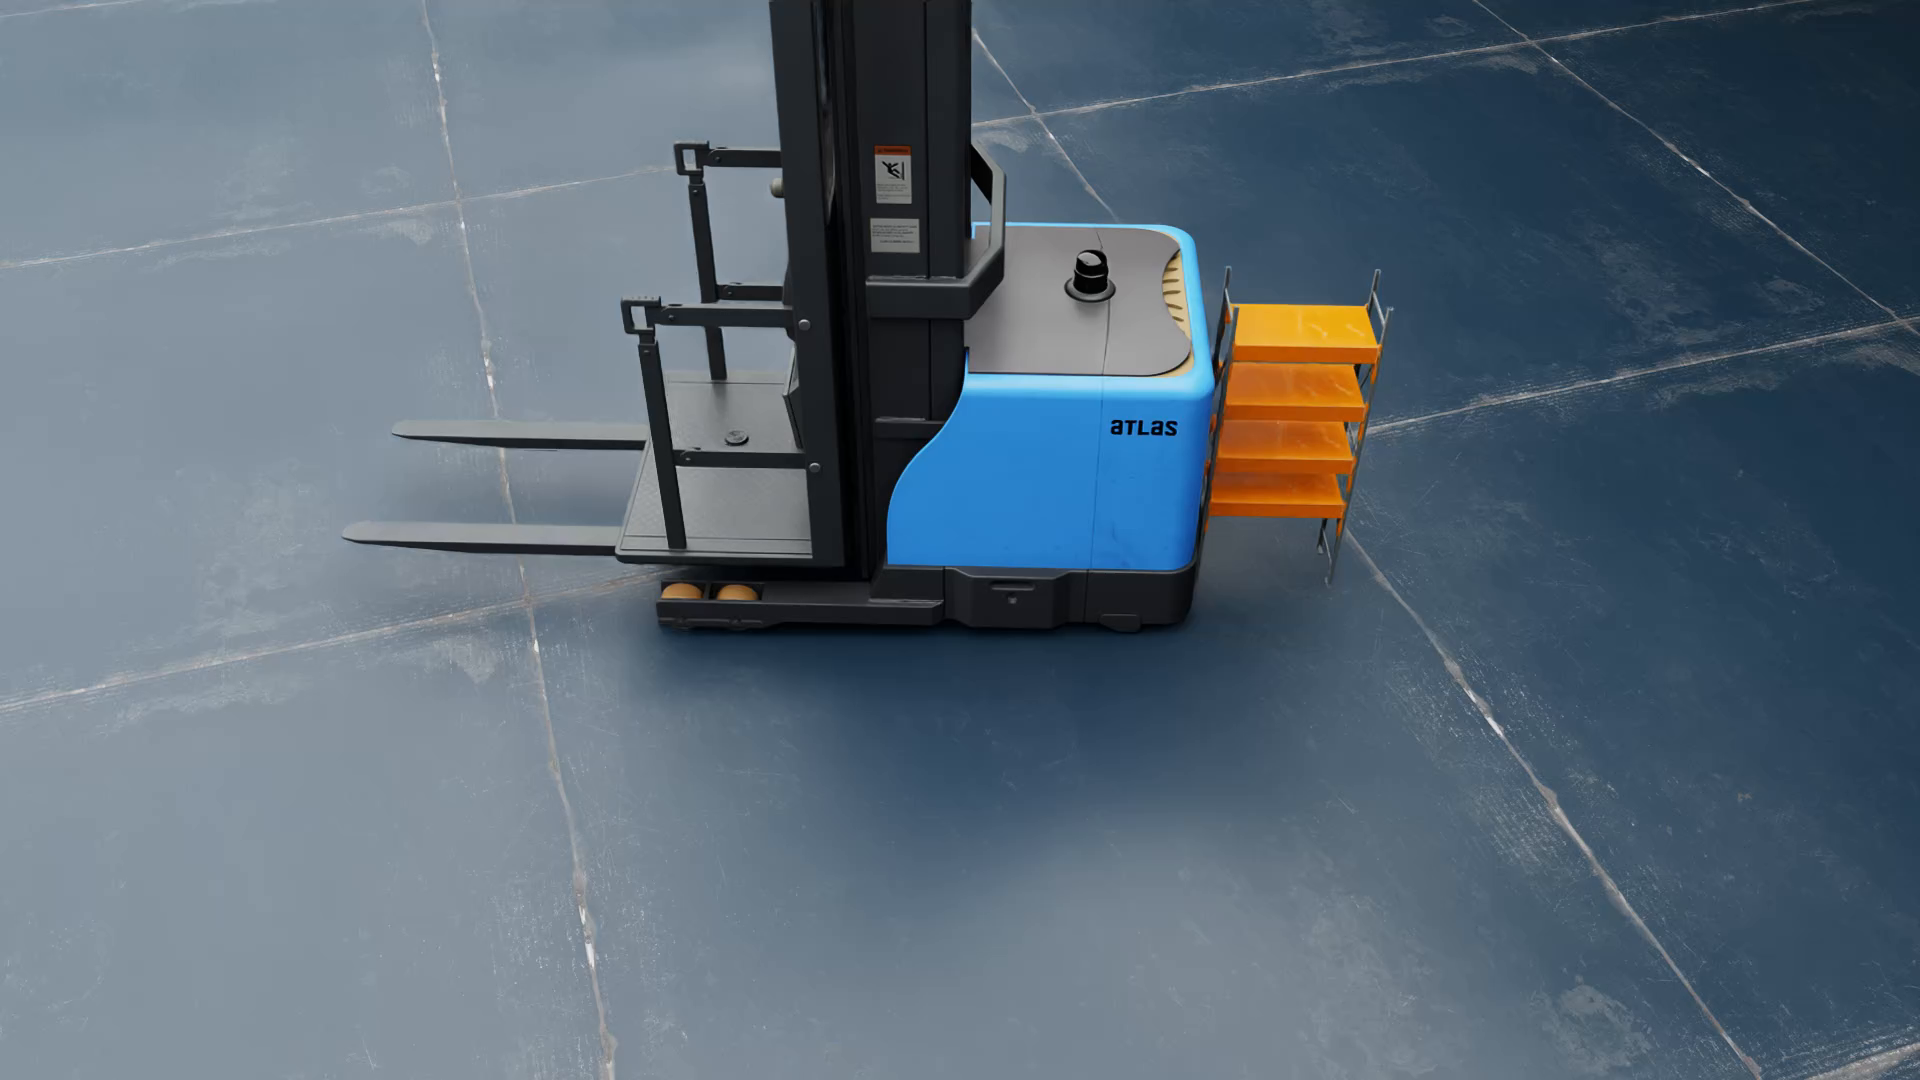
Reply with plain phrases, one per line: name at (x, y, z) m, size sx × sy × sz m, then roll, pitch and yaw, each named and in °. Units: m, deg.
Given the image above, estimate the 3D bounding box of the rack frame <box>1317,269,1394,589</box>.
rack frame at (1.354, -0.354, 5.743) m, size 0.015 × 1.200 × 0.240 m, roll 1°, pitch 41°, yaw 0°

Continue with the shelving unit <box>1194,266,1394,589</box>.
shelving unit at (1.110, -0.359, 5.742) m, size 0.503 × 1.200 × 0.258 m, roll 1°, pitch 41°, yaw 0°

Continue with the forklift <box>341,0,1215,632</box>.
forklift at (-0.682, -1.132, 5.318) m, size 3.031 × 2.935 × 1.130 m, roll 1°, pitch 41°, yaw 1°

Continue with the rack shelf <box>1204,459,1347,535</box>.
rack shelf at (1.105, -0.159, 5.916) m, size 0.480 × 0.148 × 0.258 m, roll 1°, pitch 41°, yaw 0°

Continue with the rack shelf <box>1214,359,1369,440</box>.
rack shelf at (1.113, -0.477, 5.639) m, size 0.480 × 0.148 × 0.258 m, roll 1°, pitch 41°, yaw 0°

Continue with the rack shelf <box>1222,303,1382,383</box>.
rack shelf at (1.117, -0.655, 5.483) m, size 0.480 × 0.148 × 0.258 m, roll 1°, pitch 41°, yaw 0°

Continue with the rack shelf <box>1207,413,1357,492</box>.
rack shelf at (1.109, -0.308, 5.786) m, size 0.480 × 0.148 × 0.258 m, roll 1°, pitch 41°, yaw 0°

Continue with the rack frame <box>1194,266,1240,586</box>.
rack frame at (0.866, -0.363, 5.740) m, size 0.015 × 1.200 × 0.240 m, roll 1°, pitch 41°, yaw 0°
